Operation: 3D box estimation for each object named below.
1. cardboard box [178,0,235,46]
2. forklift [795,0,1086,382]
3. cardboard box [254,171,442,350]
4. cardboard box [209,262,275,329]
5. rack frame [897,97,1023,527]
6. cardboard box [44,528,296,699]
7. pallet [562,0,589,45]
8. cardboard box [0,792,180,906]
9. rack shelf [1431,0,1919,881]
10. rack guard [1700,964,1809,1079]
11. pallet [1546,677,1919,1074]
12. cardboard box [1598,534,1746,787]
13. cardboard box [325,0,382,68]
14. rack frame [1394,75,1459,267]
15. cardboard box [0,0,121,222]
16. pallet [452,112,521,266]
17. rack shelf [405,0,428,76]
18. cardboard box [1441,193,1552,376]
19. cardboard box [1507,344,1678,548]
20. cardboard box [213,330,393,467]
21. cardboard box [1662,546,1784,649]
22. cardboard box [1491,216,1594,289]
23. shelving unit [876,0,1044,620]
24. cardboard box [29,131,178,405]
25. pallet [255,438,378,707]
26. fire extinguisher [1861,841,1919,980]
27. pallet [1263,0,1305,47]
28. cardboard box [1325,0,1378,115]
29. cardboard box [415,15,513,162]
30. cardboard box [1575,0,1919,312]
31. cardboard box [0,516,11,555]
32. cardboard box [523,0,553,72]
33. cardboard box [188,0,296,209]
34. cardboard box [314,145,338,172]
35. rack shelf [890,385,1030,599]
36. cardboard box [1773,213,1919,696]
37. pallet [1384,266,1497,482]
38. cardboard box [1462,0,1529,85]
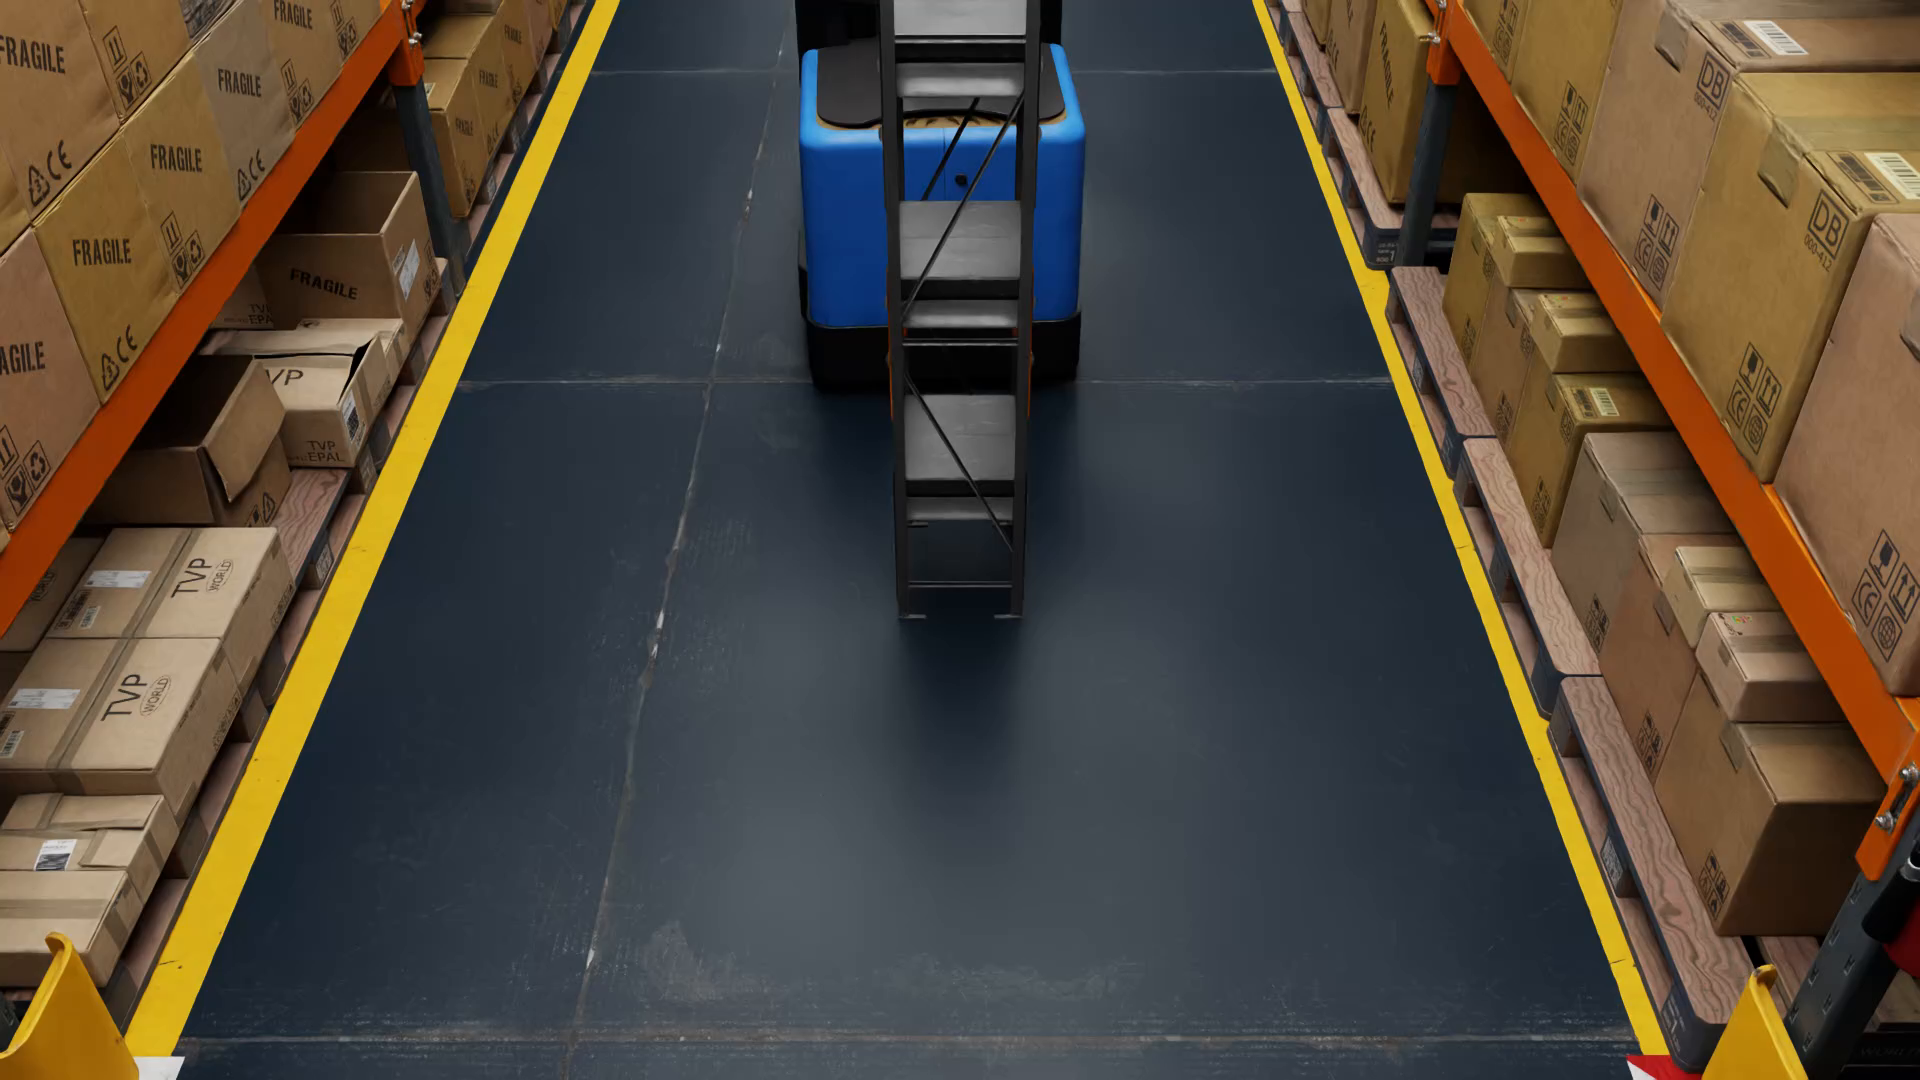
[{"bbox_3d":[-2.347,-1.703,4.597,0.500,0.500,0.500,0,39,0],"label":"cardboard box"},{"bbox_3d":[-0.142,-2.657,6.721,1.130,2.935,3.031,-2,39,-3],"label":"forklift"},{"bbox_3d":[-2.326,-1.065,6.328,0.500,0.500,0.500,0,39,0],"label":"cardboard box"},{"bbox_3d":[-2.826,-1.085,6.503,0.500,0.311,0.500,0,39,0],"label":"cardboard box"},{"bbox_3d":[0.000,-0.868,5.155,0.400,2.100,0.015,0,39,0],"label":"rack frame"},{"bbox_3d":[-2.324,0.212,4.934,0.500,0.250,0.500,0,39,0],"label":"cardboard box"},{"bbox_3d":[-2.652,-3.171,9.539,1.003,0.211,1.213,0,39,0],"label":"pallet"},{"bbox_3d":[-2.263,0.792,4.277,0.380,0.166,0.250,0,39,0],"label":"cardboard box"},{"bbox_3d":[2.346,-0.700,4.800,1.077,0.370,4.000,0,39,0],"label":"rack shelf"},{"bbox_3d":[2.348,1.261,3.777,1.175,0.500,0.348,0,39,0],"label":"rack guard"},{"bbox_3d":[2.269,0.859,4.510,1.003,0.211,1.213,0,39,0],"label":"pallet"},{"bbox_3d":[2.246,0.331,4.601,0.700,0.500,0.500,0,39,0],"label":"cardboard box"},{"bbox_3d":[-2.353,-1.952,5.707,0.500,0.500,0.500,1,39,1],"label":"cardboard box"},{"bbox_3d":[2.343,-2.231,6.135,1.000,3.000,0.127,0,39,0],"label":"rack frame"},{"bbox_3d":[-2.346,-1.070,3.807,0.500,0.500,0.500,0,39,1],"label":"cardboard box"},{"bbox_3d":[-2.649,-1.645,7.635,1.003,0.211,1.213,0,39,0],"label":"pallet"},{"bbox_3d":[-2.613,-3.195,7.914,1.077,0.370,4.000,0,39,0],"label":"rack shelf"},{"bbox_3d":[2.242,-0.952,6.202,0.700,0.500,0.500,0,39,1],"label":"cardboard box"},{"bbox_3d":[2.237,-0.317,5.409,0.700,0.500,0.500,1,39,1],"label":"cardboard box"},{"bbox_3d":[-2.325,-0.522,5.802,0.500,0.311,0.500,0,39,0],"label":"cardboard box"},{"bbox_3d":[2.064,0.151,4.307,0.380,0.149,0.250,1,39,1],"label":"cardboard box"},{"bbox_3d":[2.060,-0.990,5.732,0.380,0.149,0.250,1,39,1],"label":"cardboard box"},{"bbox_3d":[0.000,-0.716,4.964,0.431,2.100,0.503,0,39,0],"label":"shelving unit"},{"bbox_3d":[-2.346,-0.677,4.116,0.500,0.500,0.500,0,39,0],"label":"cardboard box"},{"bbox_3d":[-2.606,0.058,5.510,1.003,0.211,1.213,0,39,0],"label":"pallet"},{"bbox_3d":[1.887,0.541,3.037,0.296,0.674,0.183,0,39,0],"label":"fire extinguisher"},{"bbox_3d":[2.264,-3.151,9.513,1.003,0.211,1.213,0,39,0],"label":"pallet"},{"bbox_3d":[2.209,-2.518,7.877,0.750,0.750,0.750,1,39,1],"label":"cardboard box"},{"bbox_3d":[-2.379,-2.058,7.566,0.500,0.500,0.500,0,39,1],"label":"cardboard box"},{"bbox_3d":[2.334,-1.097,4.481,0.980,0.700,0.700,-2,39,-2],"label":"cardboard box"},{"bbox_3d":[-2.343,-0.040,3.322,0.500,0.500,0.500,1,39,1],"label":"cardboard box"},{"bbox_3d":[-2.372,-2.686,8.350,0.500,0.500,0.500,-1,39,-2],"label":"cardboard box"},{"bbox_3d":[-2.348,-1.308,4.904,0.500,0.500,0.500,1,39,1],"label":"cardboard box"},{"bbox_3d":[-2.898,-1.730,7.157,0.500,0.500,0.500,0,39,0],"label":"cardboard box"},{"bbox_3d":[0.000,-0.159,5.410,0.431,0.518,0.480,0,39,0],"label":"rack shelf"},{"bbox_3d":[2.337,-0.166,3.318,0.980,0.700,0.700,2,39,2],"label":"cardboard box"},{"bbox_3d":[2.266,-0.667,6.414,1.003,0.211,1.213,0,39,0],"label":"pallet"},{"bbox_3d":[2.328,-2.009,5.618,0.980,0.700,0.700,1,39,1],"label":"cardboard box"}]
